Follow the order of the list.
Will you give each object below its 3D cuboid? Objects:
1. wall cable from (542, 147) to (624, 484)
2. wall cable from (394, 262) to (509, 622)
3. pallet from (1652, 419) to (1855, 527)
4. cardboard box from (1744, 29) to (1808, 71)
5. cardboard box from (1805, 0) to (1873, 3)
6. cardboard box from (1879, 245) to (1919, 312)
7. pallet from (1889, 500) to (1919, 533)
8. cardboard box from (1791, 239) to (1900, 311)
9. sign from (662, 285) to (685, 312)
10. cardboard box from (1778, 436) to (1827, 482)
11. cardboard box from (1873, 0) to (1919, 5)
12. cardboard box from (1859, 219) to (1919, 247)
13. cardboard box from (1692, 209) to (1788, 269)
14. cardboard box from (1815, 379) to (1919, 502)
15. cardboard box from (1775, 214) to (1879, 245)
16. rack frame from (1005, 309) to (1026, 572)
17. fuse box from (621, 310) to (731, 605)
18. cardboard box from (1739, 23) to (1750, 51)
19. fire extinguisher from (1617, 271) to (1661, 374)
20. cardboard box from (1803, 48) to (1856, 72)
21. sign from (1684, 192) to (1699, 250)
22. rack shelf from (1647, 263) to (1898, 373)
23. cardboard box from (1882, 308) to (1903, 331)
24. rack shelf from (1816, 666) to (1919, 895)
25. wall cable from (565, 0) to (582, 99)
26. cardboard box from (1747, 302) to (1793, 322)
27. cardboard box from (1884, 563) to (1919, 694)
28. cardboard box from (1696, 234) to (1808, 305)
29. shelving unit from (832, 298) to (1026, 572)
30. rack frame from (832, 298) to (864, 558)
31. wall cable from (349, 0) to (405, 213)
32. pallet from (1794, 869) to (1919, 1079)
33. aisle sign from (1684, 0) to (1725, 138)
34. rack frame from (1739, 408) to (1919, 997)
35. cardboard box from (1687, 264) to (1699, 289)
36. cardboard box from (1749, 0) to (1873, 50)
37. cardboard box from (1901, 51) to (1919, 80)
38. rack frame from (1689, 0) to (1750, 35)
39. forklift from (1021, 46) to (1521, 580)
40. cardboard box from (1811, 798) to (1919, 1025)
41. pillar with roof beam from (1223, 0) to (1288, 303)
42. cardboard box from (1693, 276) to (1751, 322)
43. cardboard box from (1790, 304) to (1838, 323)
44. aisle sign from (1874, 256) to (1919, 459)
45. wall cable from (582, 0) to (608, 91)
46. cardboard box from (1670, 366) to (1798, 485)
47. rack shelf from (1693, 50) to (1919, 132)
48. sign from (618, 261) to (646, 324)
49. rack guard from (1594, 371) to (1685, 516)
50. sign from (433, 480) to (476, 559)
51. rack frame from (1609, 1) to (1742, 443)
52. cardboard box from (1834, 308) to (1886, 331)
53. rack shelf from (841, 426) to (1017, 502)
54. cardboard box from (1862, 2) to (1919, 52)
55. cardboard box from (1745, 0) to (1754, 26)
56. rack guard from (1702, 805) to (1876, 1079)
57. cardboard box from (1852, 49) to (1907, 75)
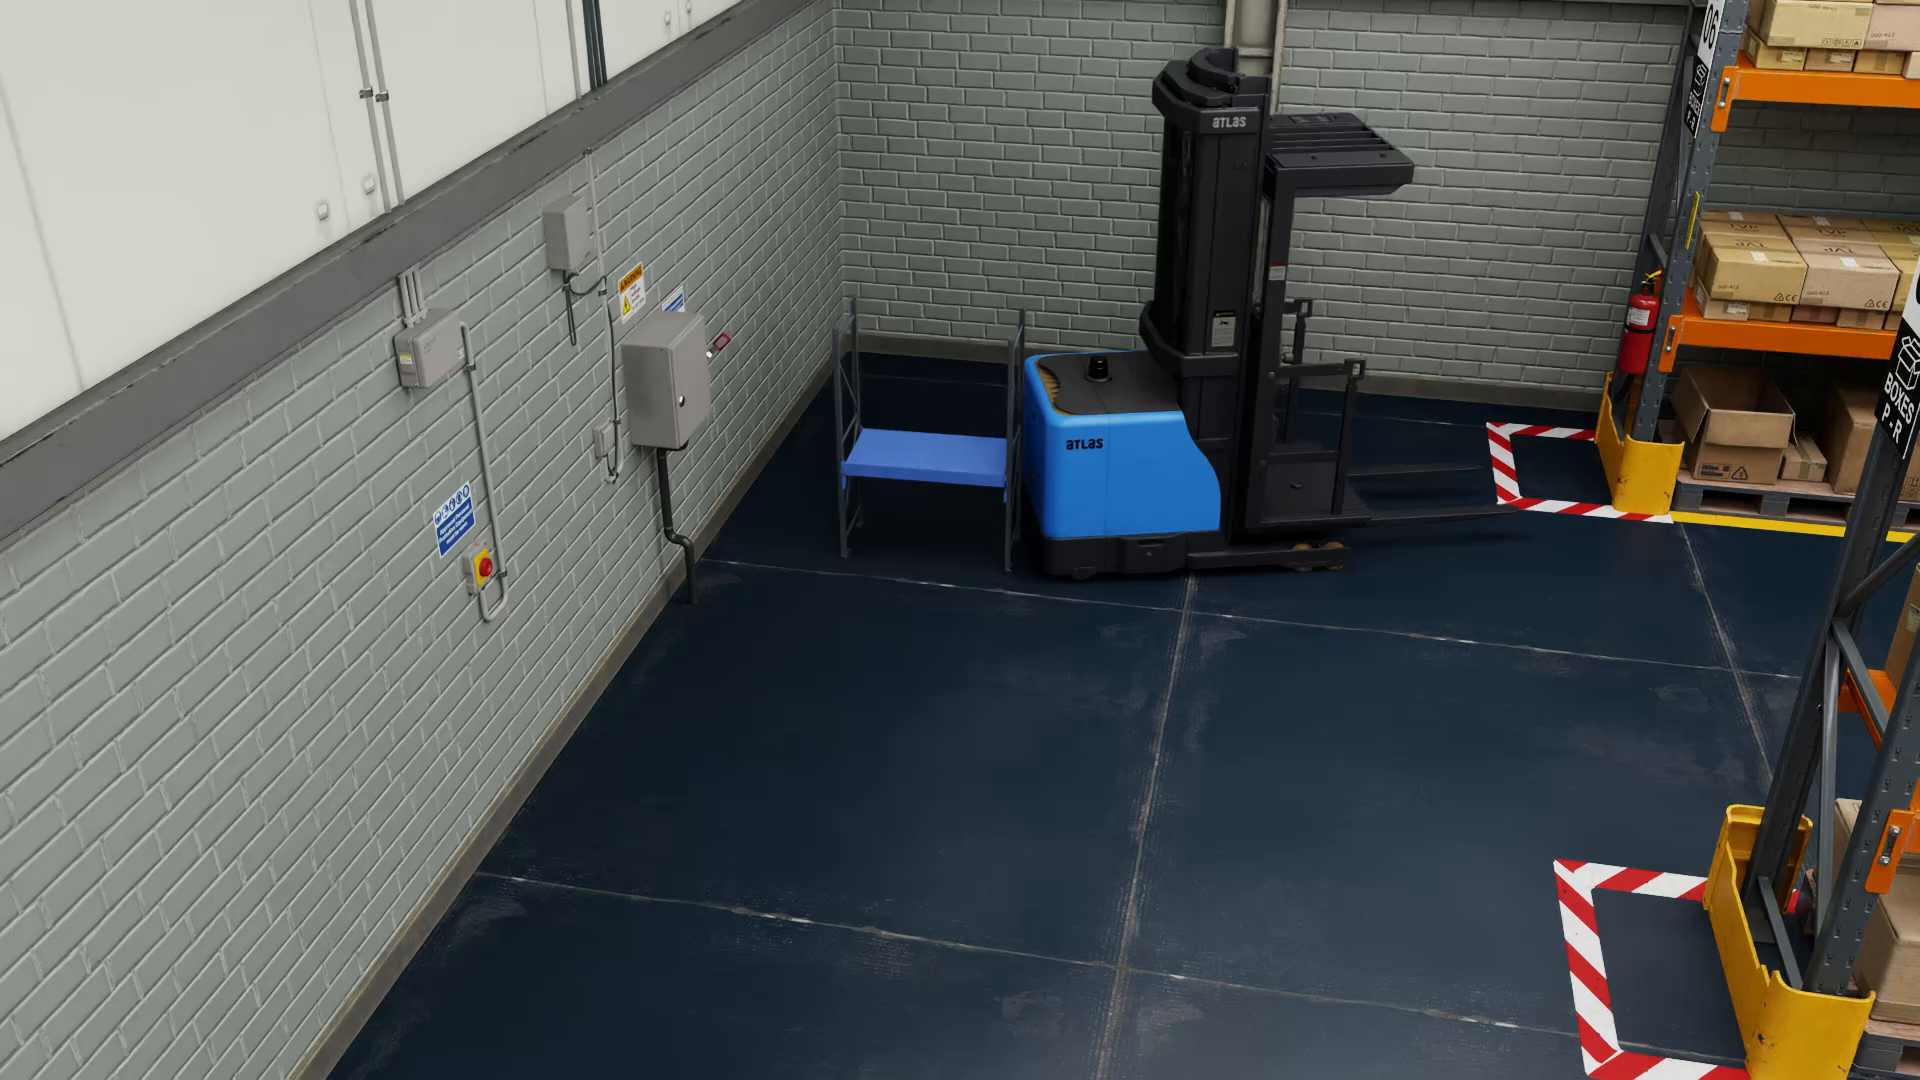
[{"bbox_3d":[-1.824,-1.101,8.241,0.122,1.984,0.588,6,29,11],"label":"wall cable"},{"bbox_3d":[-2.109,-0.447,7.015,0.123,1.953,0.585,6,29,11],"label":"wall cable"},{"bbox_3d":[5.297,-0.454,11.023,1.213,0.211,1.003,6,29,11],"label":"pallet"},{"bbox_3d":[4.706,-2.829,9.594,0.250,0.149,0.380,6,29,12],"label":"cardboard box"},{"bbox_3d":[4.825,-3.202,9.340,0.500,0.250,0.500,6,29,10],"label":"cardboard box"},{"bbox_3d":[5.820,-1.558,9.980,0.500,0.250,0.500,5,29,10],"label":"cardboard box"},{"bbox_3d":[6.487,-0.331,10.797,1.213,0.211,1.003,6,29,11],"label":"pallet"},{"bbox_3d":[5.324,-1.607,10.070,0.500,0.250,0.500,6,29,11],"label":"cardboard box"},{"bbox_3d":[-1.627,-1.171,9.526,0.001,0.494,0.329,6,29,11],"label":"sign"},{"bbox_3d":[5.429,-0.532,10.791,0.250,0.149,0.380,5,29,9],"label":"cardboard box"},{"bbox_3d":[5.318,-3.142,9.230,0.500,0.250,0.500,6,29,10],"label":"cardboard box"},{"bbox_3d":[5.936,-1.804,10.430,0.500,0.250,0.500,7,29,12],"label":"cardboard box"},{"bbox_3d":[4.948,-1.908,10.620,0.500,0.250,0.500,7,29,12],"label":"cardboard box"},{"bbox_3d":[5.849,-0.643,10.628,0.500,0.500,0.700,7,29,13],"label":"cardboard box"},{"bbox_3d":[5.452,-1.856,10.525,0.500,0.250,0.500,6,29,11],"label":"cardboard box"},{"bbox_3d":[0.328,-0.582,9.914,0.032,1.500,0.500,5,29,9],"label":"rack frame"},{"bbox_3d":[-1.528,-0.395,9.351,0.414,1.711,0.539,6,29,11],"label":"fuse box"},{"bbox_3d":[4.804,-3.047,9.992,0.250,0.149,0.380,7,29,12],"label":"cardboard box"},{"bbox_3d":[4.203,-1.365,10.251,0.183,0.674,0.296,6,29,11],"label":"fire extinguisher"},{"bbox_3d":[4.968,-2.815,9.569,0.250,0.149,0.380,6,29,11],"label":"cardboard box"},{"bbox_3d":[4.330,-1.890,9.839,0.005,0.325,0.100,6,29,11],"label":"sign"},{"bbox_3d":[6.399,-1.249,10.318,4.000,0.370,1.077,6,29,11],"label":"rack shelf"},{"bbox_3d":[5.725,-1.401,10.109,0.250,0.149,0.380,6,29,11],"label":"cardboard box"},{"bbox_3d":[5.366,1.083,6.060,4.000,0.370,1.077,6,29,11],"label":"rack shelf"},{"bbox_3d":[-2.052,-2.856,6.258,0.029,3.000,2.355,6,29,11],"label":"wall cable"},{"bbox_3d":[4.966,-1.489,10.270,0.250,0.149,0.380,7,29,12],"label":"cardboard box"},{"bbox_3d":[3.937,0.447,6.368,0.500,0.500,0.500,6,29,11],"label":"cardboard box"},{"bbox_3d":[4.831,-1.657,10.162,0.500,0.250,0.500,6,29,11],"label":"cardboard box"},{"bbox_3d":[-0.173,-0.624,9.990,1.048,1.500,0.538,5,29,9],"label":"shelving unit"},{"bbox_3d":[-0.674,-0.665,10.066,0.032,1.500,0.500,5,29,9],"label":"rack frame"},{"bbox_3d":[-2.211,-2.503,5.613,0.029,3.000,0.463,6,29,11],"label":"wall cable"},{"bbox_3d":[4.208,1.833,6.844,1.213,0.211,1.003,6,29,11],"label":"pallet"},{"bbox_3d":[4.315,-2.774,9.648,0.004,0.787,0.394,6,29,11],"label":"aisle sign"},{"bbox_3d":[3.410,0.567,6.253,0.127,3.000,1.000,6,29,11],"label":"rack frame"},{"bbox_3d":[4.823,-1.747,10.742,0.250,0.149,0.380,6,29,10],"label":"cardboard box"},{"bbox_3d":[4.820,-2.972,9.441,0.500,0.250,0.500,6,29,10],"label":"cardboard box"},{"bbox_3d":[5.438,-2.708,9.373,0.250,0.149,0.380,6,29,12],"label":"cardboard box"},{"bbox_3d":[4.443,-4.396,9.071,0.127,3.000,1.000,6,29,11],"label":"rack frame"},{"bbox_3d":[1.928,-1.344,9.814,3.031,2.935,1.130,-3,29,-6],"label":"forklift"},{"bbox_3d":[4.077,1.525,6.733,0.875,0.438,0.875,5,29,9],"label":"cardboard box"},{"bbox_3d":[1.095,-3.068,6.646,0.400,9.000,9.100,6,29,11],"label":"pillar with roof beam"},{"bbox_3d":[4.707,-1.493,10.277,0.250,0.149,0.380,6,29,10],"label":"cardboard box"},{"bbox_3d":[5.230,-1.479,10.252,0.250,0.149,0.380,5,29,10],"label":"cardboard box"},{"bbox_3d":[3.405,-0.726,5.908,0.004,0.787,0.394,6,29,11],"label":"aisle sign"},{"bbox_3d":[-1.433,-4.177,8.631,0.133,3.039,2.988,6,29,11],"label":"wall cable"},{"bbox_3d":[5.021,-0.748,10.817,0.637,0.503,0.797,5,29,9],"label":"cardboard box"},{"bbox_3d":[6.399,-2.564,9.598,4.000,0.370,1.077,6,29,11],"label":"rack shelf"},{"bbox_3d":[-1.742,-1.317,8.834,0.001,0.242,0.339,6,29,11],"label":"sign"},{"bbox_3d":[4.517,-0.661,11.098,0.348,0.500,1.175,6,29,11],"label":"rack guard"},{"bbox_3d":[-2.179,-0.090,7.171,0.001,0.218,0.327,6,29,11],"label":"sign"},{"bbox_3d":[4.443,-1.765,10.512,0.127,3.000,1.000,6,29,11],"label":"rack frame"},{"bbox_3d":[5.464,-1.425,10.153,0.250,0.149,0.380,7,29,12],"label":"cardboard box"},{"bbox_3d":[-0.173,-0.466,10.076,1.000,0.185,0.538,5,29,9],"label":"rack shelf"},{"bbox_3d":[5.321,-2.931,9.365,0.500,0.250,0.500,6,29,12],"label":"cardboard box"},{"bbox_3d":[4.935,-3.228,9.908,0.500,0.250,0.500,5,29,10],"label":"cardboard box"},{"bbox_3d":[3.387,1.661,6.858,0.348,0.500,1.175,6,29,11],"label":"rack guard"},{"bbox_3d":[5.215,-2.781,9.507,0.250,0.149,0.380,6,29,11],"label":"cardboard box"}]
